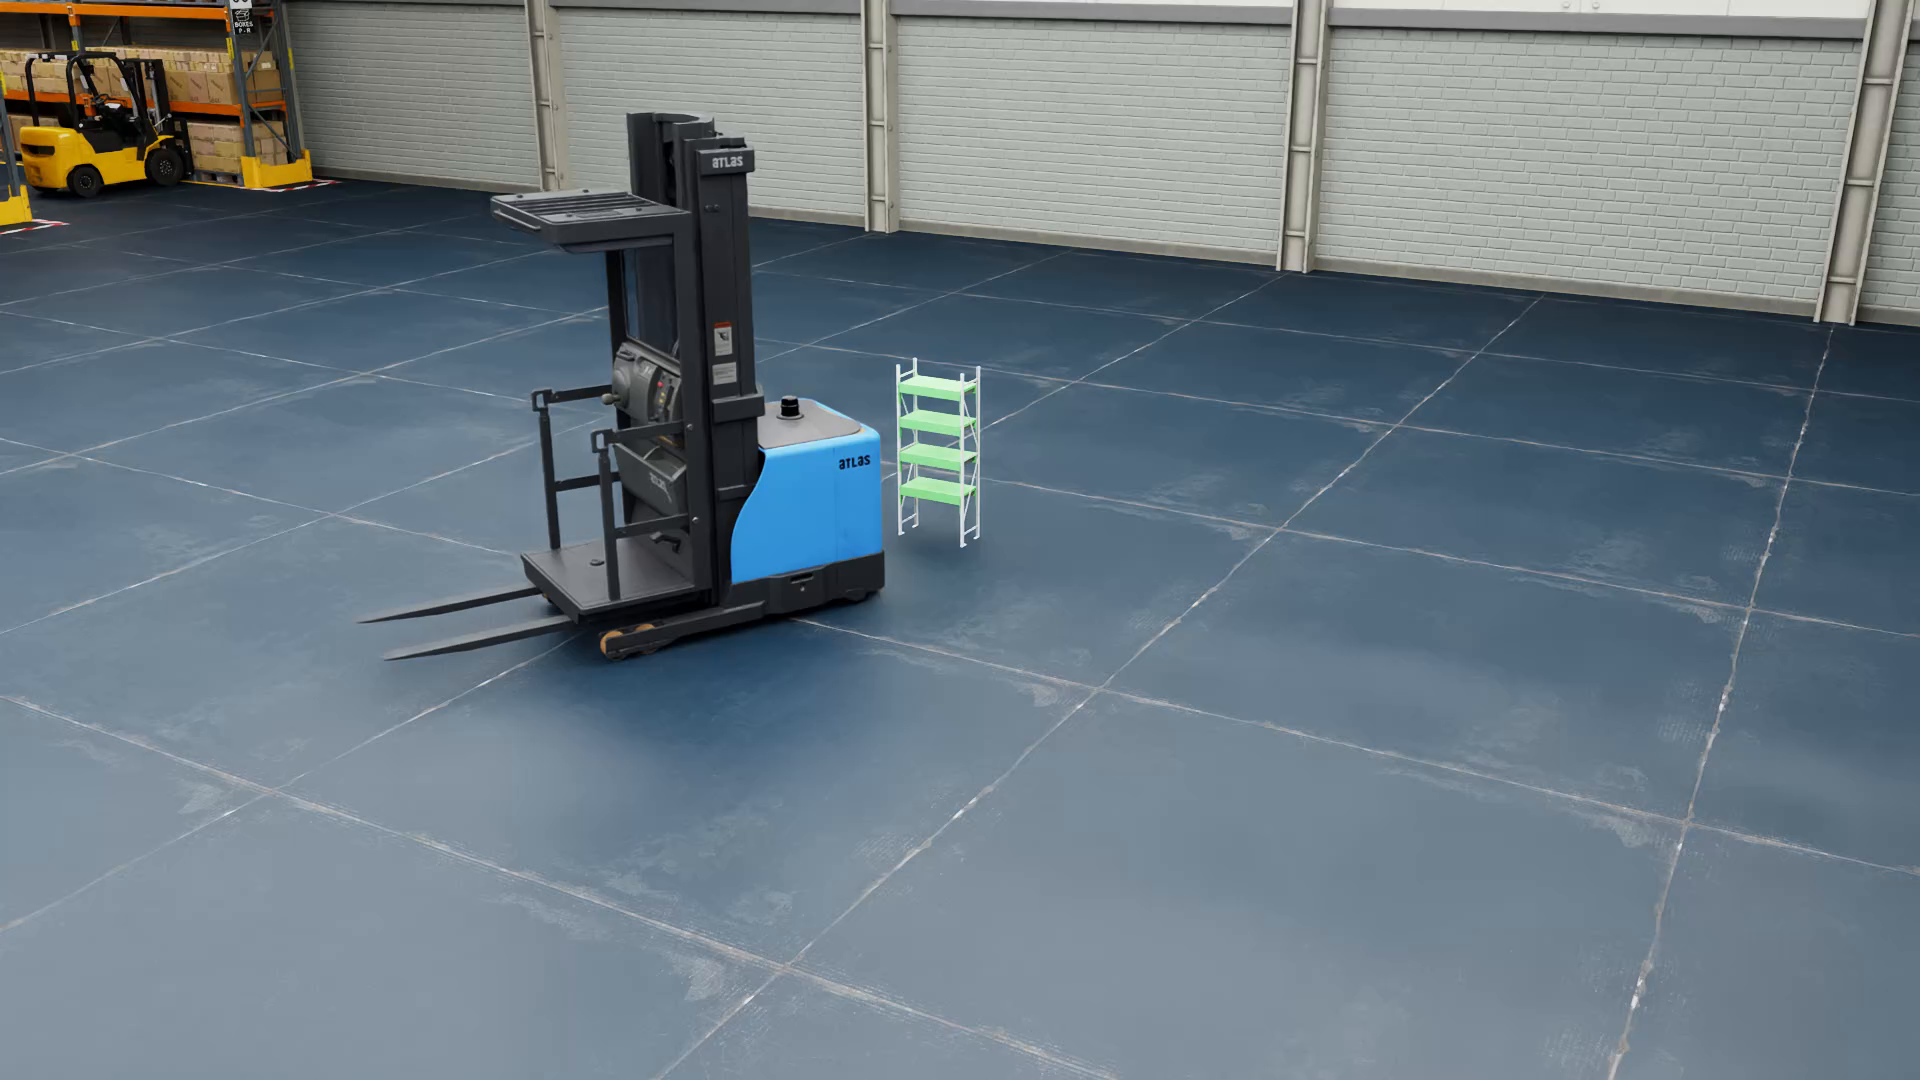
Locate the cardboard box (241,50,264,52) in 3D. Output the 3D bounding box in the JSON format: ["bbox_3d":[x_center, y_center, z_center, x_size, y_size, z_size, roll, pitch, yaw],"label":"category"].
[{"bbox_3d":[-11.785,-8.043,27.606,0.250,0.149,0.380,12,23,29],"label":"cardboard box"}]

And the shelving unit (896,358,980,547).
[{"bbox_3d":[-0.145,-0.592,11.236,0.503,1.200,0.258,11,23,27],"label":"shelving unit"}]

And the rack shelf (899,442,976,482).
[{"bbox_3d":[-0.145,-0.532,11.258,0.480,0.148,0.258,11,23,27],"label":"rack shelf"}]

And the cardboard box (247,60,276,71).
[{"bbox_3d":[-11.564,-7.855,27.522,0.250,0.149,0.380,10,22,26],"label":"cardboard box"}]

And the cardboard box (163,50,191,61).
[{"bbox_3d":[-12.973,-8.040,27.597,0.250,0.149,0.380,11,23,28],"label":"cardboard box"}]

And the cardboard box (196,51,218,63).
[{"bbox_3d":[-12.282,-7.925,27.280,0.250,0.149,0.380,11,23,28],"label":"cardboard box"}]

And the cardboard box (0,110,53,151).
[{"bbox_3d":[-17.266,-7.567,30.692,0.625,0.625,0.875,12,23,29],"label":"cardboard box"}]

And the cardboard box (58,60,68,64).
[{"bbox_3d":[-15.527,-8.415,29.065,0.250,0.149,0.380,10,22,27],"label":"cardboard box"}]

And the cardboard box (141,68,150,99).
[{"bbox_3d":[-13.721,-7.764,28.224,0.500,0.500,0.500,11,22,27],"label":"cardboard box"}]

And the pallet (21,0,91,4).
[{"bbox_3d":[-15.663,-9.497,29.030,1.217,0.209,0.805,10,22,25],"label":"pallet"}]

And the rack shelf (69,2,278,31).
[{"bbox_3d":[-13.140,-8.774,27.810,4.000,0.370,1.077,11,23,27],"label":"rack shelf"}]

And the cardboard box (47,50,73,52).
[{"bbox_3d":[-16.176,-8.736,29.953,0.250,0.149,0.380,11,22,27],"label":"cardboard box"}]

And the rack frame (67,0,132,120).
[{"bbox_3d":[-14.886,-8.034,29.115,0.127,3.000,1.000,11,23,27],"label":"rack frame"}]

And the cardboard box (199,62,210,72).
[{"bbox_3d":[-12.268,-7.790,27.345,0.250,0.149,0.380,11,23,28],"label":"cardboard box"}]

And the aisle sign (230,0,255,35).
[{"bbox_3d":[-11.480,-8.493,26.567,0.004,0.787,0.394,11,23,27],"label":"aisle sign"}]

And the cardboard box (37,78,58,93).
[{"bbox_3d":[-15.895,-8.052,29.383,0.500,0.250,0.500,11,22,27],"label":"cardboard box"}]

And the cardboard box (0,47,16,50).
[{"bbox_3d":[-17.516,-8.986,30.641,0.250,0.149,0.380,11,23,27],"label":"cardboard box"}]

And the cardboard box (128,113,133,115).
[{"bbox_3d":[-14.362,-7.385,29.275,0.500,0.250,0.500,11,23,28],"label":"cardboard box"}]

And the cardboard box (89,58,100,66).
[{"bbox_3d":[-14.736,-8.255,28.626,0.250,0.149,0.380,10,22,26],"label":"cardboard box"}]

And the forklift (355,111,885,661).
[{"bbox_3d":[-1.988,-0.896,9.536,3.031,2.935,1.130,-12,23,-30],"label":"forklift"}]

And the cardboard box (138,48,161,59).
[{"bbox_3d":[-13.589,-8.194,28.022,0.250,0.149,0.380,11,23,27],"label":"cardboard box"}]

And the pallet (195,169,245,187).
[{"bbox_3d":[-12.082,-6.173,28.073,1.213,0.211,1.003,11,23,27],"label":"pallet"}]

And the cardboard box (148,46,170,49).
[{"bbox_3d":[-13.775,-8.446,28.716,0.250,0.149,0.380,10,22,26],"label":"cardboard box"}]

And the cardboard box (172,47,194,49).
[{"bbox_3d":[-13.152,-8.289,28.283,0.250,0.149,0.380,12,23,29],"label":"cardboard box"}]

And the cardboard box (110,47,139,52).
[{"bbox_3d":[-14.253,-8.328,28.392,0.250,0.149,0.380,10,22,26],"label":"cardboard box"}]

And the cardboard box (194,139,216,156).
[{"bbox_3d":[-12.404,-6.583,27.799,0.500,0.250,0.500,11,22,27],"label":"cardboard box"}]

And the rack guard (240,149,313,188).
[{"bbox_3d":[-11.373,-6.190,27.697,0.348,0.500,1.175,11,23,27],"label":"rack guard"}]

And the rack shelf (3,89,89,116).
[{"bbox_3d":[-16.632,-8.029,30.155,4.000,0.370,1.077,11,23,27],"label":"rack shelf"}]

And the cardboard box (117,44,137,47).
[{"bbox_3d":[-14.460,-8.563,29.039,0.250,0.149,0.380,11,23,27],"label":"cardboard box"}]

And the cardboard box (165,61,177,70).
[{"bbox_3d":[-12.965,-7.901,27.651,0.250,0.149,0.380,11,23,28],"label":"cardboard box"}]

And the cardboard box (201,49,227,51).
[{"bbox_3d":[-12.484,-8.156,27.915,0.250,0.149,0.380,12,23,29],"label":"cardboard box"}]

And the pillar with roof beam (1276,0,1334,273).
[{"bbox_3d":[2.052,-6.298,15.532,0.400,9.000,9.100,11,23,27],"label":"pillar with roof beam"}]

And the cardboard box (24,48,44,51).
[{"bbox_3d":[-16.819,-8.883,30.357,0.250,0.149,0.380,10,22,26],"label":"cardboard box"}]

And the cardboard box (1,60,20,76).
[{"bbox_3d":[-16.767,-8.464,29.787,0.500,0.250,0.500,11,23,28],"label":"cardboard box"}]

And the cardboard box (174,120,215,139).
[{"bbox_3d":[-12.842,-6.892,27.916,0.500,0.250,0.500,11,23,28],"label":"cardboard box"}]

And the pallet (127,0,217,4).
[{"bbox_3d":[-13.068,-9.066,27.689,1.213,0.211,1.003,11,23,27],"label":"pallet"}]

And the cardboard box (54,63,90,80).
[{"bbox_3d":[-15.440,-8.204,29.071,0.500,0.250,0.500,10,22,26],"label":"cardboard box"}]

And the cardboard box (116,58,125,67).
[{"bbox_3d":[-14.089,-8.114,28.238,0.250,0.149,0.380,11,23,28],"label":"cardboard box"}]

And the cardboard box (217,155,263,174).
[{"bbox_3d":[-11.958,-6.258,27.635,0.500,0.250,0.500,11,23,28],"label":"cardboard box"}]

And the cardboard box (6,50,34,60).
[{"bbox_3d":[-16.838,-8.685,29.811,0.250,0.149,0.380,11,23,27],"label":"cardboard box"}]

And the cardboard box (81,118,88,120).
[{"bbox_3d":[-15.347,-7.199,29.679,0.625,0.625,0.875,12,23,30],"label":"cardboard box"}]

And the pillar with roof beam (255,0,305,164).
[{"bbox_3d":[-13.662,-9.292,23.784,0.400,9.000,9.100,11,23,27],"label":"pillar with roof beam"}]

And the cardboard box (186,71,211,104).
[{"bbox_3d":[-12.400,-7.509,27.520,0.500,0.500,0.500,12,23,29],"label":"cardboard box"}]

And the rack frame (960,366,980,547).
[{"bbox_3d":[0.069,-0.551,11.125,0.015,1.200,0.240,11,23,27],"label":"rack frame"}]

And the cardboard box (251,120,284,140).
[{"bbox_3d":[-11.721,-6.880,27.884,0.500,0.250,0.500,10,22,26],"label":"cardboard box"}]

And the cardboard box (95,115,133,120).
[{"bbox_3d":[-14.617,-7.235,28.863,0.500,0.250,0.500,10,22,26],"label":"cardboard box"}]

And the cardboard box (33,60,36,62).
[{"bbox_3d":[-16.207,-8.537,29.404,0.250,0.149,0.380,10,22,26],"label":"cardboard box"}]

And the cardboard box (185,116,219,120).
[{"bbox_3d":[-13.035,-7.136,28.589,0.500,0.250,0.500,10,22,26],"label":"cardboard box"}]

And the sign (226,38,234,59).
[{"bbox_3d":[-11.671,-7.866,26.605,0.005,0.325,0.100,11,23,27],"label":"sign"}]
